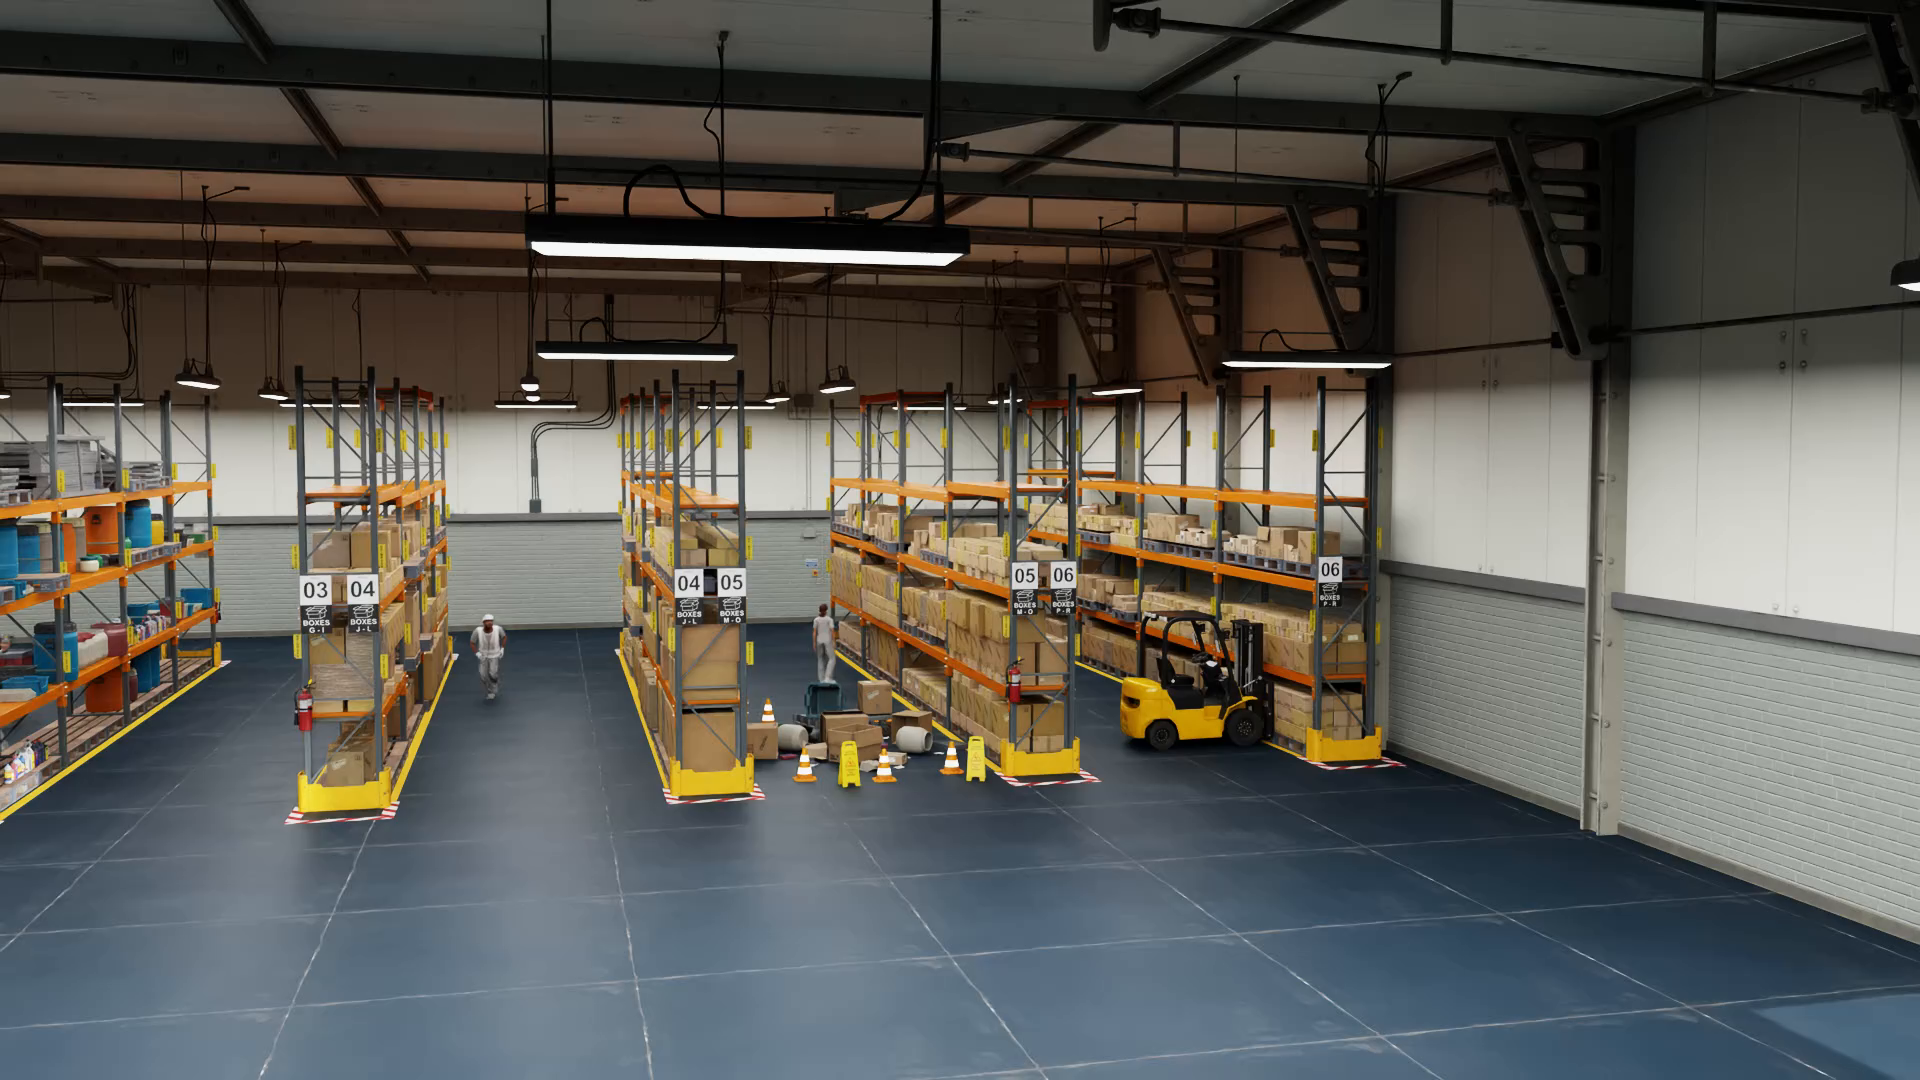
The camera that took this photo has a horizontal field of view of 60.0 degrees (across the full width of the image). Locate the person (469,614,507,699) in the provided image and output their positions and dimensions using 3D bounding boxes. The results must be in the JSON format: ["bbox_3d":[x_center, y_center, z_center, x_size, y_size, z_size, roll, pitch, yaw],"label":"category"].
[{"bbox_3d":[-9.108,2.249,32.106,0.653,1.683,0.654,0,3,-5],"label":"person"}]

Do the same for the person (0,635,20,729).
[{"bbox_3d":[-16.666,2.455,29.142,0.581,1.648,0.563,-1,4,-15],"label":"person"}]

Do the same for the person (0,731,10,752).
[{"bbox_3d":[-15.334,2.566,25.953,0.879,1.731,0.555,-2,4,-28],"label":"person"}]

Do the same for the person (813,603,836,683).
[{"bbox_3d":[-2.785,2.139,34.107,0.489,1.668,0.507,1,3,12],"label":"person"}]
